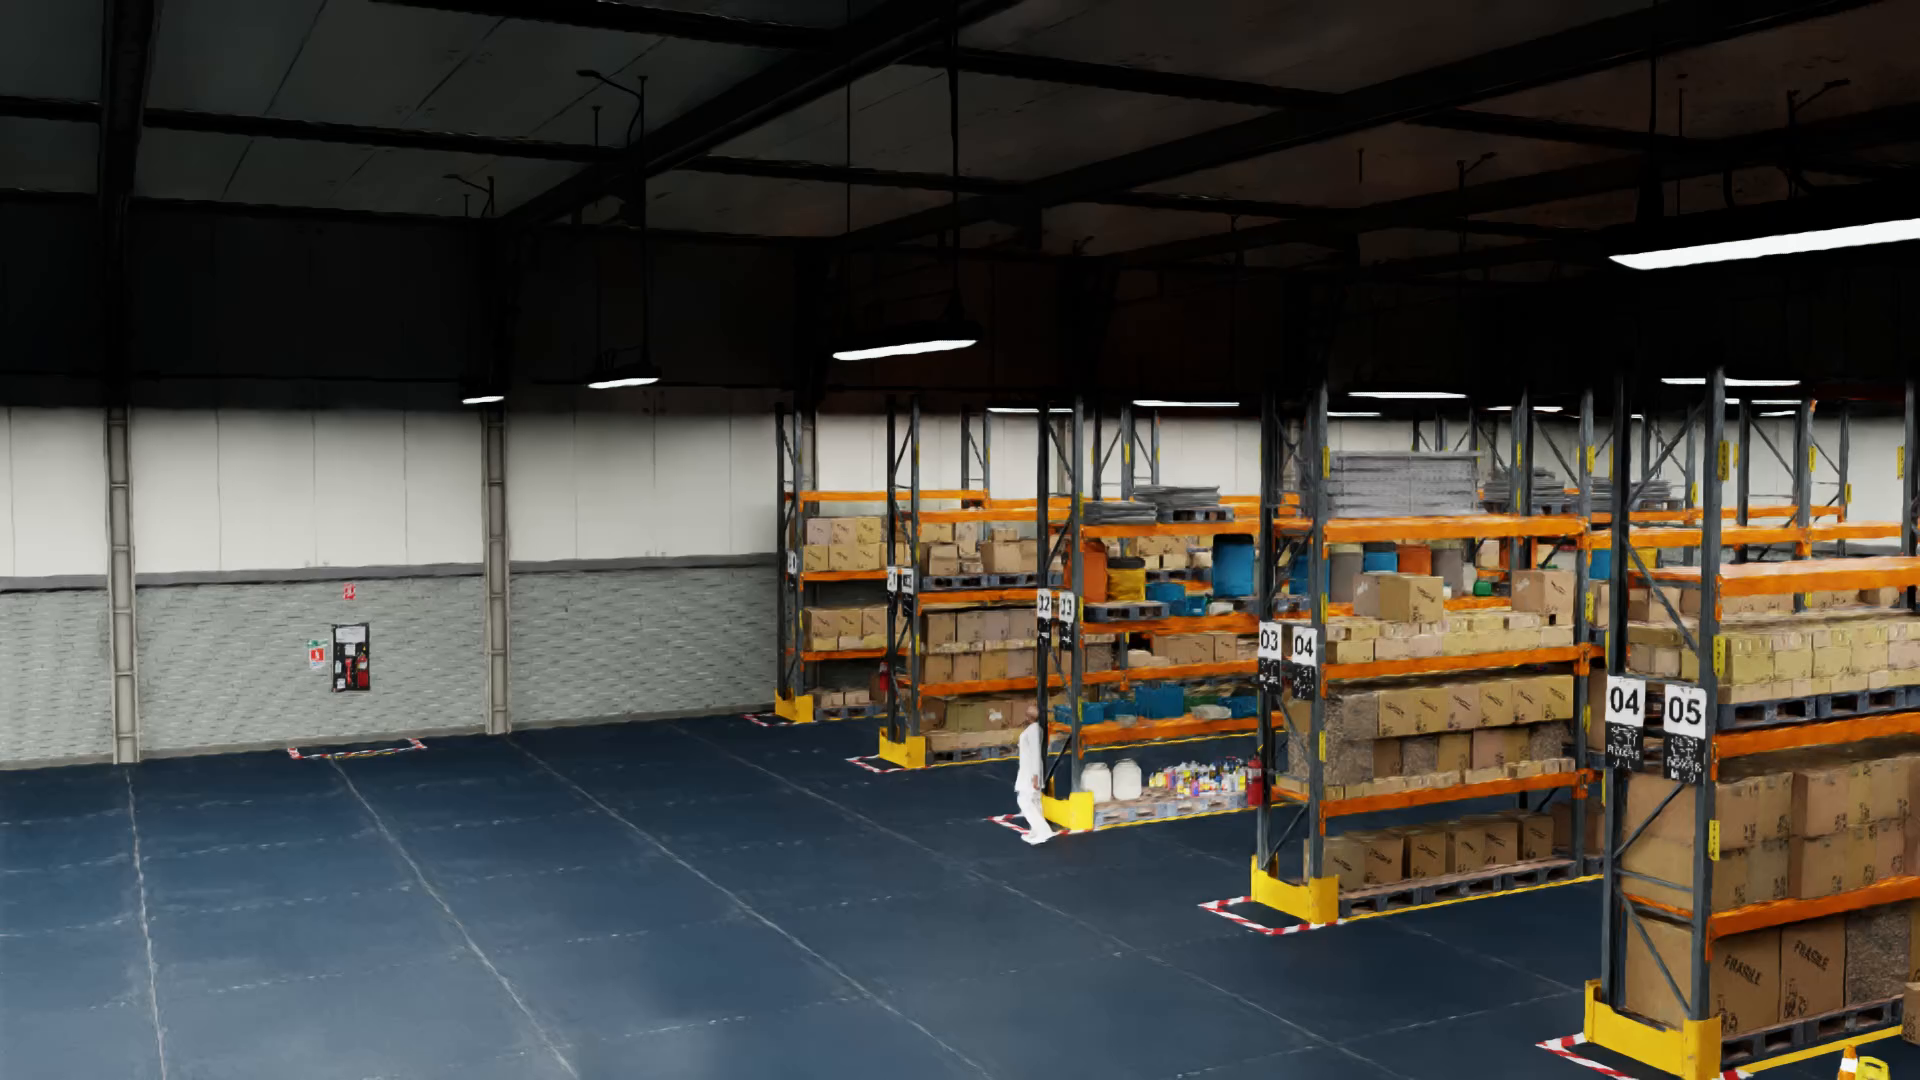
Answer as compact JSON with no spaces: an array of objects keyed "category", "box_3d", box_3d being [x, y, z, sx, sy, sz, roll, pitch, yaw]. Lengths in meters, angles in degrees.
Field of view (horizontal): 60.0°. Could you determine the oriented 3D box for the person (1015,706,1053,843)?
[{"category":"person","box_3d":[0.978,3.053,21.644,0.508,1.767,0.704,1,3,14]}]
